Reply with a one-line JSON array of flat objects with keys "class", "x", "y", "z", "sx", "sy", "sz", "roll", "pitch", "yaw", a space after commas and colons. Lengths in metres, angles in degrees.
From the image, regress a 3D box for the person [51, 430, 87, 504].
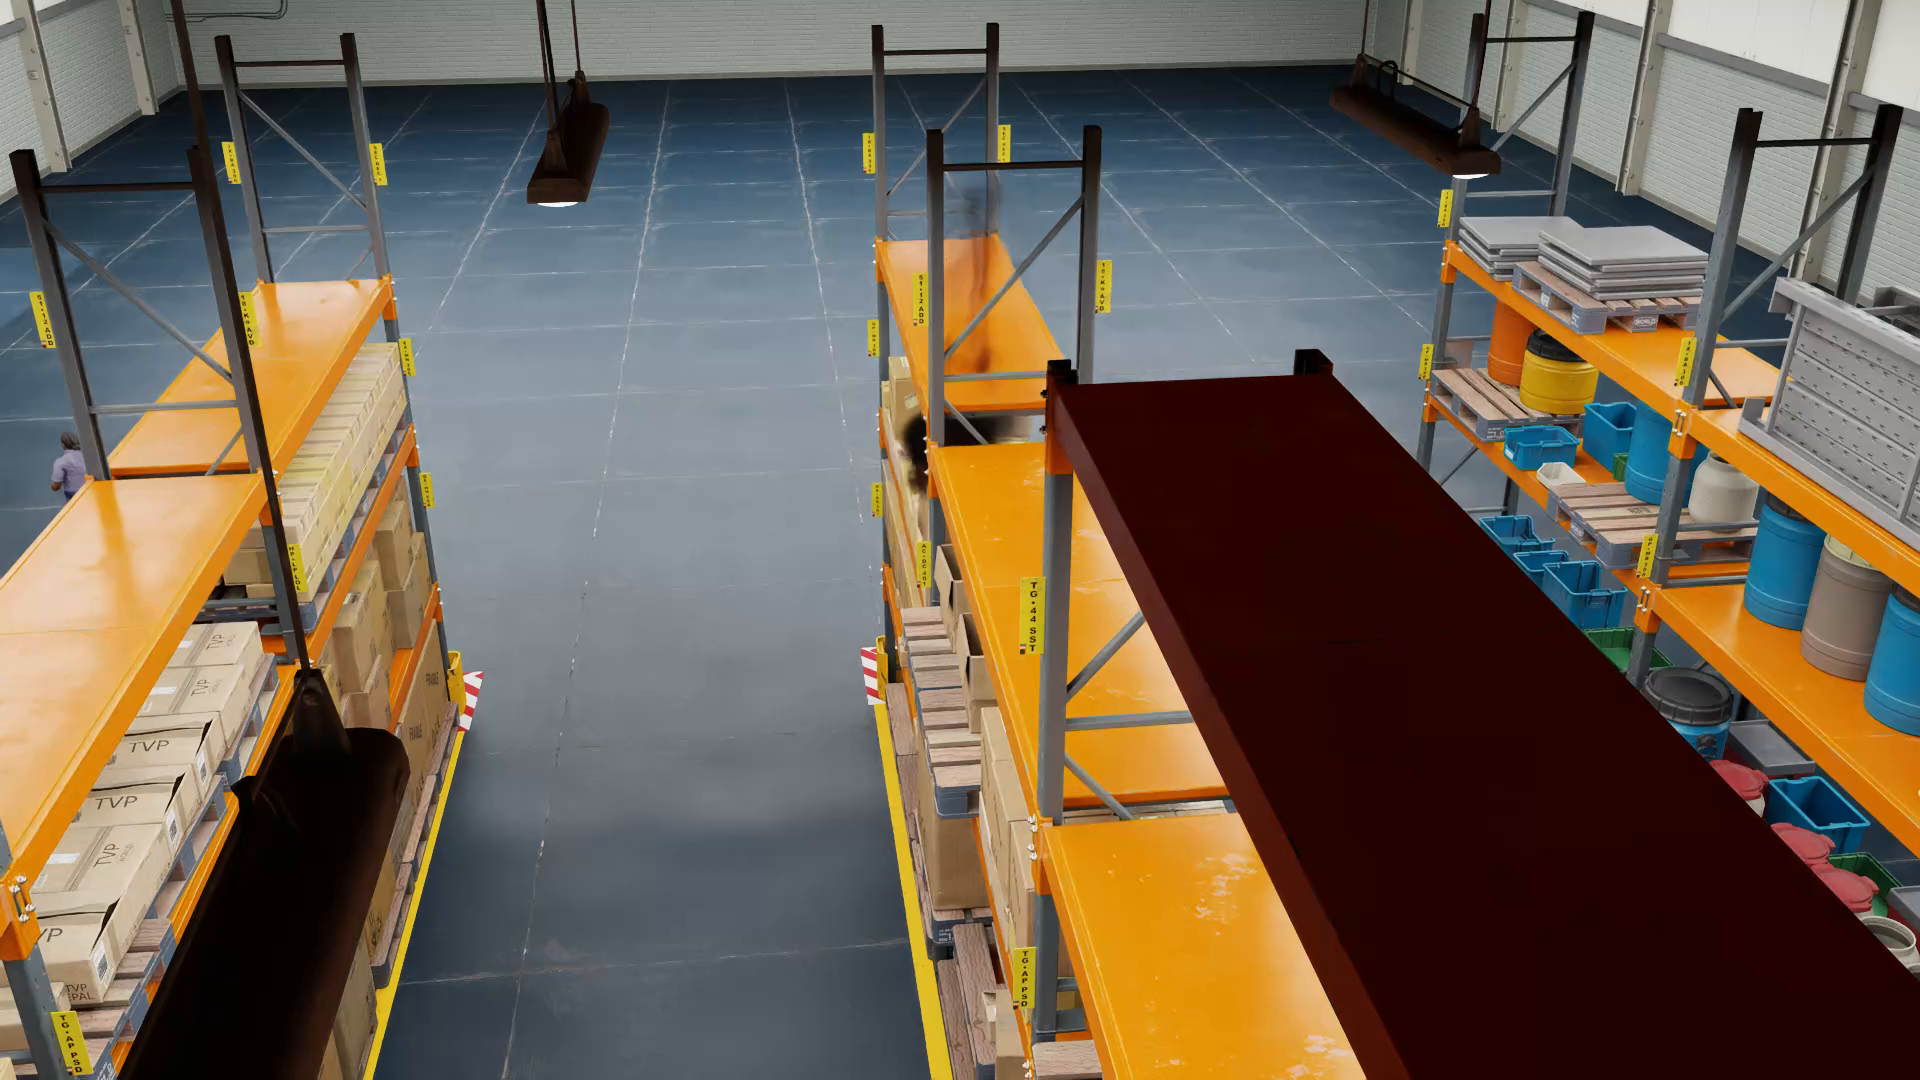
[{"class": "person", "x": -9.096, "y": -0.361, "z": 17.381, "sx": 0.919, "sy": 1.650, "sz": 0.614, "roll": 21, "pitch": 33, "yaw": 37}]
